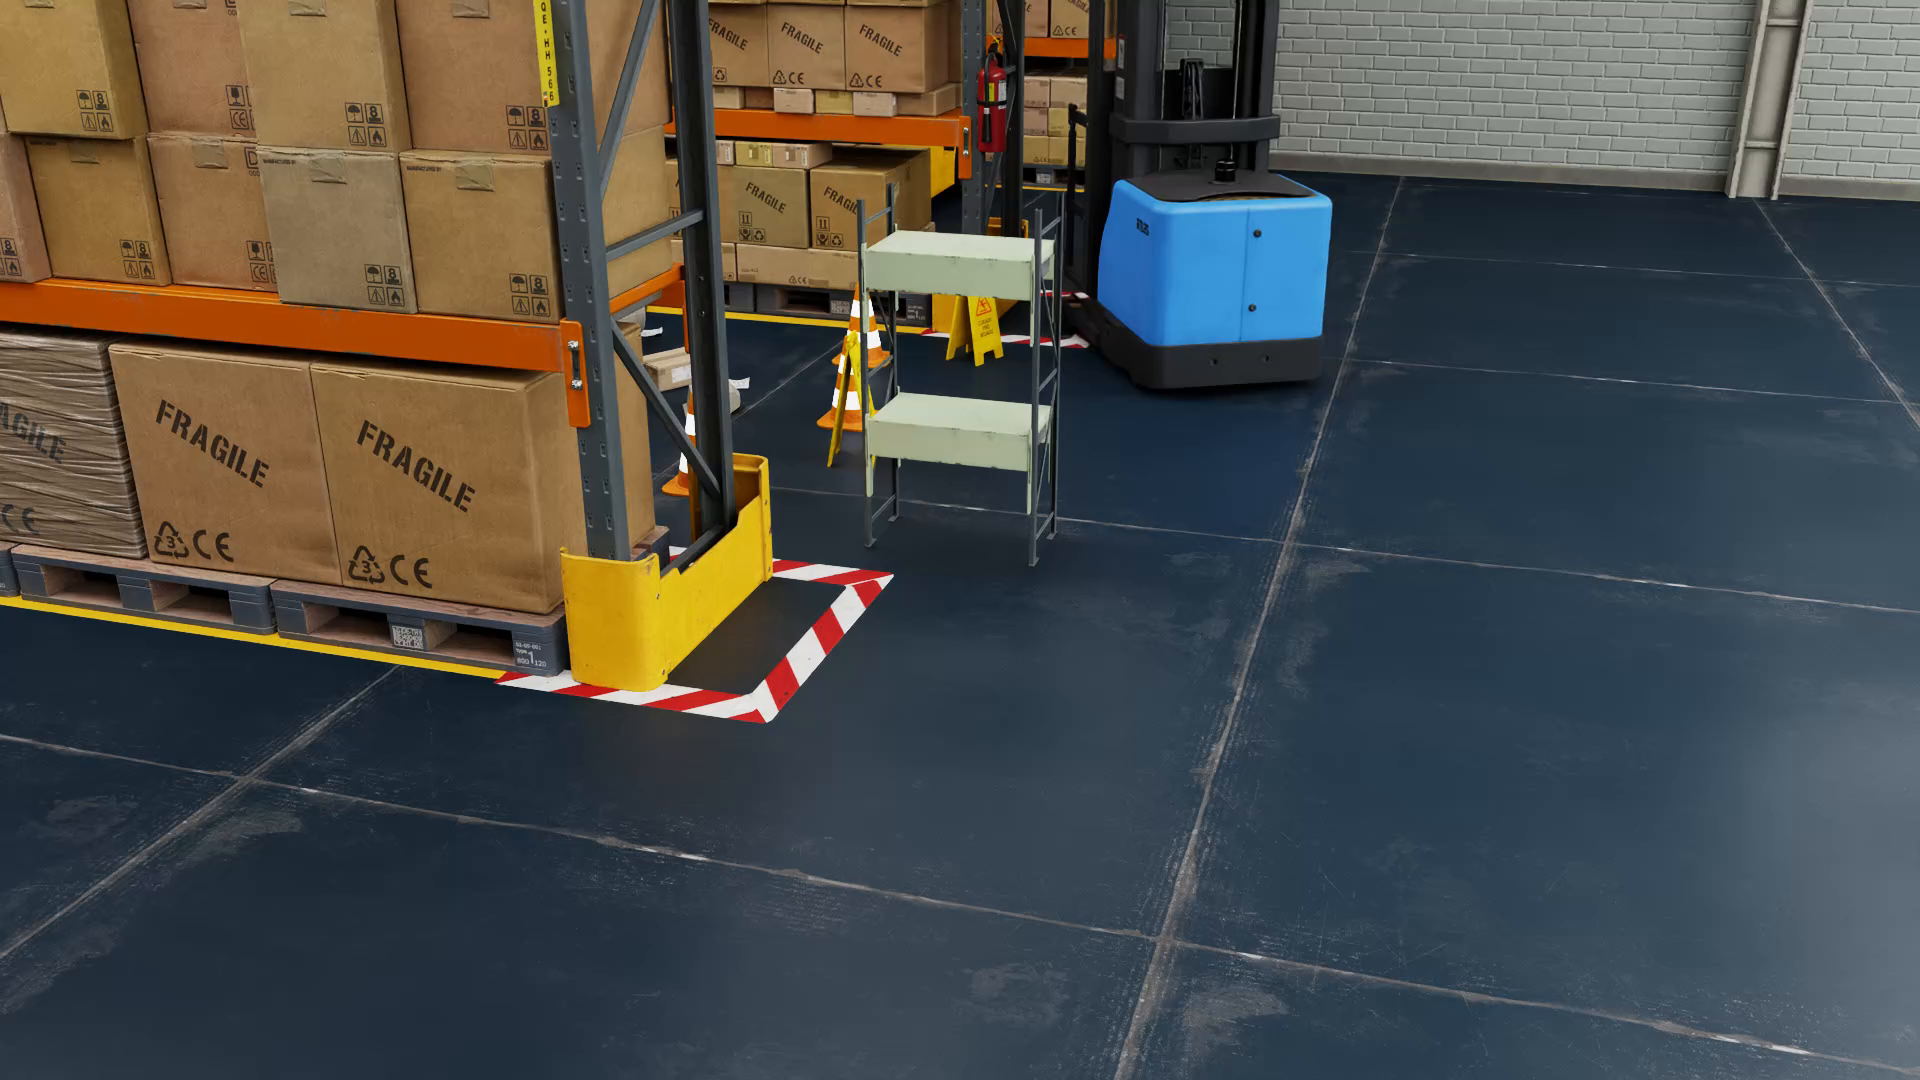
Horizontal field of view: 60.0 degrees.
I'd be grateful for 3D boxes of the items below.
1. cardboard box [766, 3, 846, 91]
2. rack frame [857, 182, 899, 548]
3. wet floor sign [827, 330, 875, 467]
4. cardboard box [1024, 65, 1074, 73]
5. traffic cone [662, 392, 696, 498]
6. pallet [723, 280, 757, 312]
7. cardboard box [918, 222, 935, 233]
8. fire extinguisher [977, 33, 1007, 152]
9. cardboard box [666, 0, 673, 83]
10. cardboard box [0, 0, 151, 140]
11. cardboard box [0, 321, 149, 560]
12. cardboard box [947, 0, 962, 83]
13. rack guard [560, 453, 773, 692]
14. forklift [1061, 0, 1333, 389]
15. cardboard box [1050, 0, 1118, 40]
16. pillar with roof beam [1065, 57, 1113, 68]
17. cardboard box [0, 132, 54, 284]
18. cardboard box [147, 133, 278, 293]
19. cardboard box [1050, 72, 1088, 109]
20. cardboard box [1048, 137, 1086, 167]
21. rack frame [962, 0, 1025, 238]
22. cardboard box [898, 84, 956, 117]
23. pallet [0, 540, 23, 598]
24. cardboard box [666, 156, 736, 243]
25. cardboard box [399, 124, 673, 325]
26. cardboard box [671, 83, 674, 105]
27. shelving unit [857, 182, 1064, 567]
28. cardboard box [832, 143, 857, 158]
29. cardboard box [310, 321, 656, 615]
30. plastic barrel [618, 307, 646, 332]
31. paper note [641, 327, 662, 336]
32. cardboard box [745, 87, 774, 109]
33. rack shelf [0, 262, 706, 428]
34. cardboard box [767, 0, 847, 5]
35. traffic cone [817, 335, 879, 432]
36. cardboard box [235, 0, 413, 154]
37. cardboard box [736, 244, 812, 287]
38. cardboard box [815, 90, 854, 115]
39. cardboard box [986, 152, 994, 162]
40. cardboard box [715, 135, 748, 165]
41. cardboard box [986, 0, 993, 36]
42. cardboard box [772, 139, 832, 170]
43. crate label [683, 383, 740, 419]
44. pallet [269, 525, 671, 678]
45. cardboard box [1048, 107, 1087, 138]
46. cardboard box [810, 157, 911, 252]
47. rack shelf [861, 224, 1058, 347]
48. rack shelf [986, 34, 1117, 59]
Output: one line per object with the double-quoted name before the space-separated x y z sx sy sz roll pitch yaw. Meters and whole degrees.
"cardboard box" -0.863 -3.081 10.305 0.500 0.500 0.500 7 23 16
"rack frame" -0.344 -0.733 7.081 0.023 1.500 0.400 7 23 16
"wet floor sign" -0.519 -0.699 8.123 0.232 0.644 0.267 3 22 6
"cardboard box" 0.760 -4.245 15.418 0.500 0.250 0.500 7 23 16
"traffic cone" -1.217 -0.472 7.811 0.334 0.463 0.336 7 23 16
"pallet" -1.790 -1.836 11.467 1.213 0.211 1.003 7 23 16
"cardboard box" -0.478 -1.992 11.244 0.500 0.250 0.500 6 23 15
"fire extinguisher" 0.191 -2.665 9.917 0.183 0.674 0.296 7 23 16
"cardboard box" -1.820 -3.200 10.594 0.500 0.500 0.500 7 23 16
"cardboard box" -3.058 -1.844 6.192 0.500 0.550 0.875 7 23 16
"cardboard box" -3.502 -0.530 6.855 0.875 0.875 0.875 7 23 16
"cardboard box" -0.159 -3.218 10.638 0.500 0.500 0.500 6 23 15
"rack guard" -1.096 0.088 6.398 0.348 0.500 1.175 7 23 16
"forklift" 1.233 -2.710 10.014 1.130 2.935 3.031 -4 23 -11
"cardboard box" 1.098 -4.690 14.619 0.500 0.500 0.500 6 23 14
"pillar with roof beam" -0.005 -6.300 10.772 0.400 9.000 9.100 7 23 16
"cardboard box" -3.575 -1.389 6.507 0.550 0.550 0.875 7 23 16
"cardboard box" -2.520 -1.325 6.349 0.550 0.550 0.875 7 23 16
"cardboard box" 1.114 -4.007 14.838 0.500 0.250 0.500 7 23 17
"cardboard box" 1.104 -3.544 15.027 0.500 0.250 0.500 7 23 16
"rack frame" 0.215 -2.881 10.341 0.127 3.000 1.000 7 23 16
"cardboard box" -0.205 -2.728 10.300 0.250 0.149 0.380 7 23 17
"pallet" -4.243 -0.108 7.256 1.213 0.211 1.003 7 23 15
"cardboard box" -1.610 -2.257 10.902 0.500 0.500 0.500 6 23 14
"cardboard box" -1.487 -1.165 5.961 0.550 0.550 0.875 7 23 16
"cardboard box" -1.663 -2.903 10.725 0.250 0.149 0.380 7 23 16
"shelving unit" 0.006 -0.693 6.984 0.755 1.500 0.431 7 23 16
"cardboard box" -1.003 -2.397 11.243 0.500 0.500 0.500 6 23 14
"cardboard box" -1.787 -0.333 6.376 0.875 0.875 0.875 7 23 16
"plastic barrel" -2.200 -1.366 10.041 0.512 0.421 0.421 -14 26 -30
"paper note" -1.942 -1.305 10.410 0.148 0.019 0.142 -1 22 -3
"cardboard box" -1.179 -2.848 10.591 0.250 0.149 0.380 7 23 16
"rack shelf" -3.033 -0.958 6.601 4.000 0.370 1.077 7 23 16
"cardboard box" -0.820 -3.563 10.161 0.500 0.500 0.700 7 23 16
"traffic cone" -0.565 -0.845 8.721 0.334 0.463 0.336 7 23 16
"cardboard box" -2.016 -1.722 5.895 0.550 0.550 0.875 7 23 16
"cardboard box" -1.131 -1.854 10.907 0.500 0.250 0.500 7 23 16
"cardboard box" -0.719 -2.752 10.357 0.250 0.149 0.380 6 23 15
"cardboard box" 0.154 -3.660 15.310 0.500 0.250 0.500 7 23 16
"cardboard box" -1.490 -2.518 10.682 0.250 0.149 0.380 8 23 18
"cardboard box" 0.113 -4.806 14.902 0.500 0.500 0.500 6 23 14
"cardboard box" -0.999 -2.459 10.540 0.250 0.149 0.380 7 23 17
"crate label" -1.335 -0.758 8.938 0.298 0.136 0.250 -5 23 -12
"pallet" -1.907 0.159 6.604 1.213 0.211 1.003 7 23 15
"cardboard box" 1.088 -3.778 14.939 0.500 0.250 0.500 6 23 15
"cardboard box" -0.628 -2.143 10.624 0.500 0.500 0.500 7 23 16
"rack shelf" 0.006 -1.054 6.836 0.720 0.370 0.431 7 23 16
"rack shelf" -0.270 -4.571 15.410 4.000 0.370 1.077 7 23 16
